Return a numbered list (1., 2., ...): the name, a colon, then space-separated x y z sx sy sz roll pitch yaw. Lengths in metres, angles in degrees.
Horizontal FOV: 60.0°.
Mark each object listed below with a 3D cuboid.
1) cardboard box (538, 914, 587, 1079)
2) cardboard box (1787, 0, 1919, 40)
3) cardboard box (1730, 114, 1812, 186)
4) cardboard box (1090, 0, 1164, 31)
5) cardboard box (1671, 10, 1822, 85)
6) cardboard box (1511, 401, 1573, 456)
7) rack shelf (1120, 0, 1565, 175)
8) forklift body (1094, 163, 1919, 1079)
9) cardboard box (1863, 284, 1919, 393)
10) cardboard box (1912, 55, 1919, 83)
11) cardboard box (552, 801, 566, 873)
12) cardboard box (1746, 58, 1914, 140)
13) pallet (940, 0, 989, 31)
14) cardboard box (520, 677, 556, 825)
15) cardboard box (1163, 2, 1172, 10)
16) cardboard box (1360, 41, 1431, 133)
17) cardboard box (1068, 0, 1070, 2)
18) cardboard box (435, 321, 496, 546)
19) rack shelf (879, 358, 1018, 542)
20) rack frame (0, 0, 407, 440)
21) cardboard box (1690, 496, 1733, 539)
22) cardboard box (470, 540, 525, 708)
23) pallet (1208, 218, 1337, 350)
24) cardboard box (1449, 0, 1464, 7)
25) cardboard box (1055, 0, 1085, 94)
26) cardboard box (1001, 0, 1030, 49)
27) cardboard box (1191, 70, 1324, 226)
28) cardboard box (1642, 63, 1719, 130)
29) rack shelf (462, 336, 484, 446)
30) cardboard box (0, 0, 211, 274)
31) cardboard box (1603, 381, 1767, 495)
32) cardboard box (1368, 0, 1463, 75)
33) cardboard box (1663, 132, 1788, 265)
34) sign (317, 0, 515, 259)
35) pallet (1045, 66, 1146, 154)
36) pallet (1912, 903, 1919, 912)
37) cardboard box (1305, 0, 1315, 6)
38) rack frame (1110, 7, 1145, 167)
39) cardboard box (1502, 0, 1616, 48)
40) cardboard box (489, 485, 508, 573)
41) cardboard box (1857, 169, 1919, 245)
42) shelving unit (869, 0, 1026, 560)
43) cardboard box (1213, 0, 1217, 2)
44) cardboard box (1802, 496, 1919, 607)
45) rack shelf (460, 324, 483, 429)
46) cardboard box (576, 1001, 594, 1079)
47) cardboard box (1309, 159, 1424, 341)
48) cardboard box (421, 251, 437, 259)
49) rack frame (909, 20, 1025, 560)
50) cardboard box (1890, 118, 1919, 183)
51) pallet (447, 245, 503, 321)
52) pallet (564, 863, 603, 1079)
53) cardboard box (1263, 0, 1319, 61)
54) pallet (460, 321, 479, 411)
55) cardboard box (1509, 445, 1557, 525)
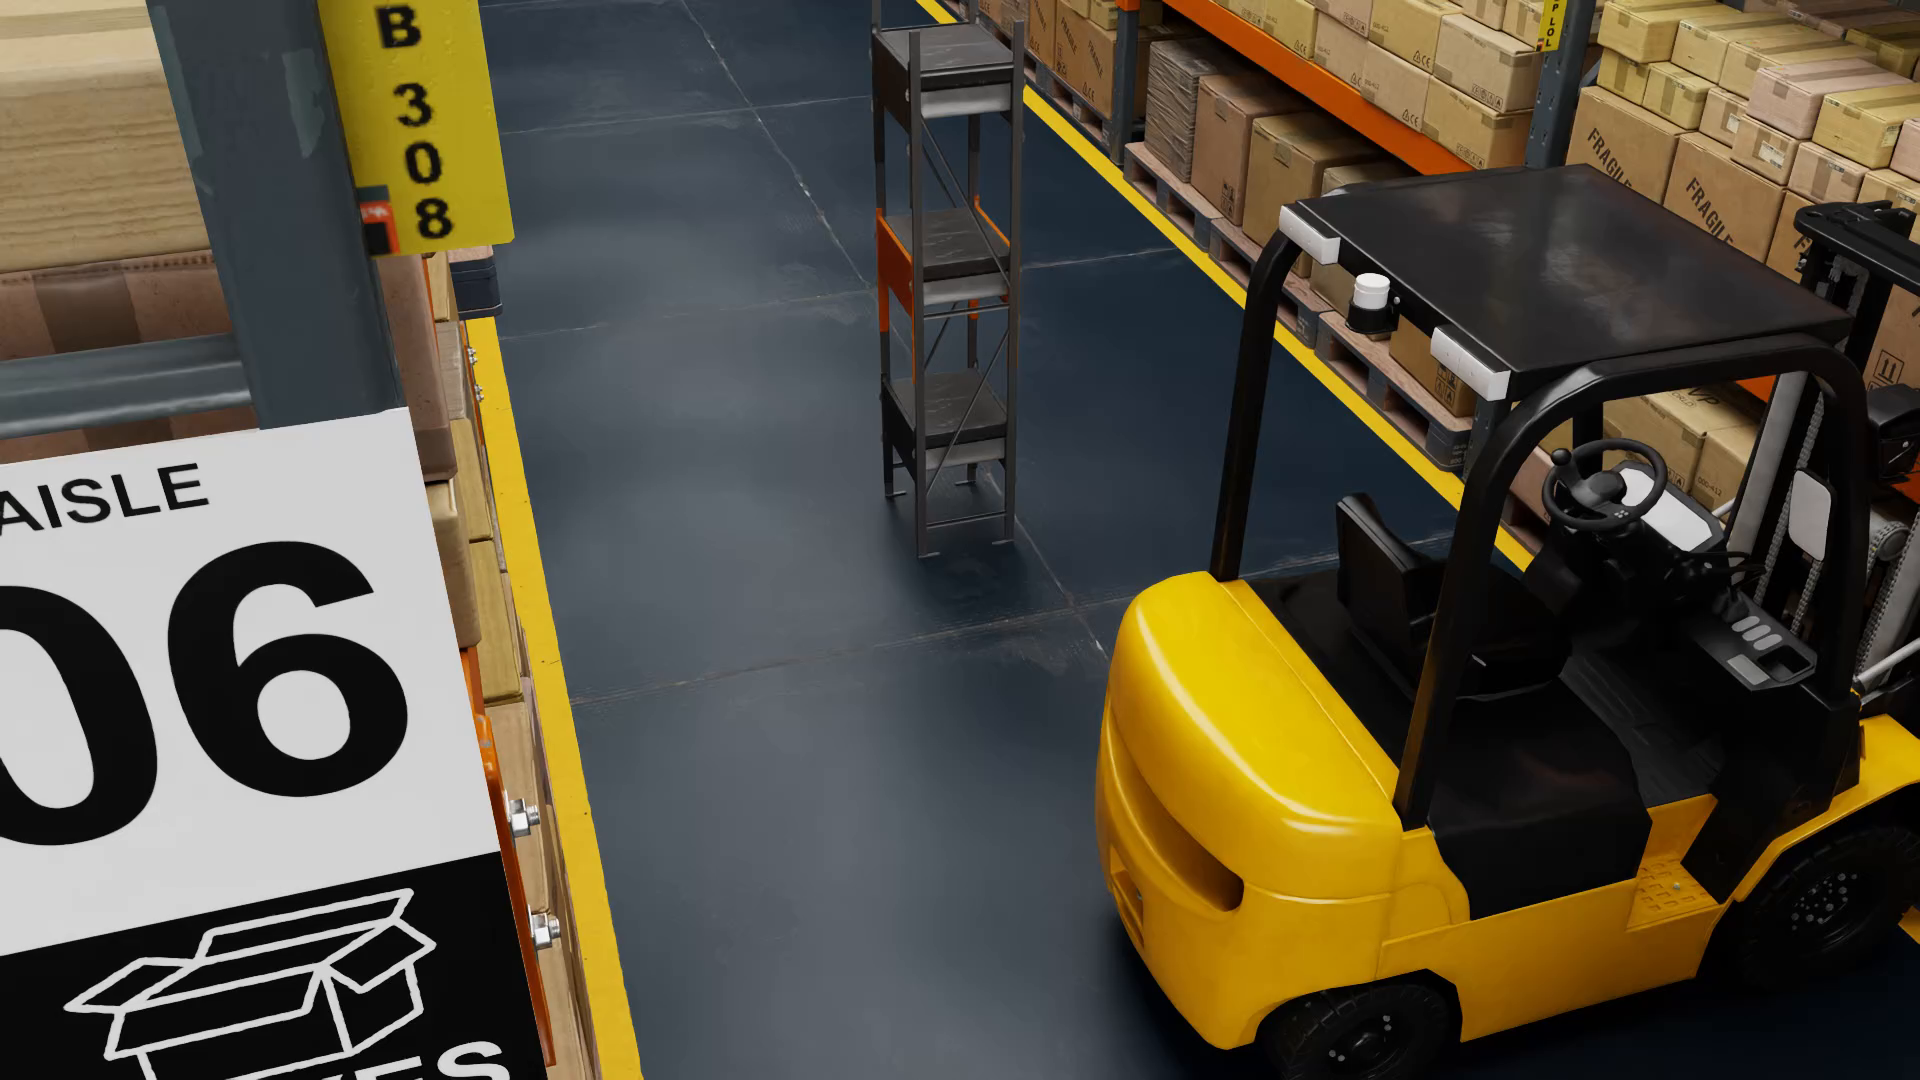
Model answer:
1. cardboard box: -0.743 0.918 2.279 0.500 0.500 0.500 -11 35 -15
2. cardboard box: 3.066 -1.738 5.711 0.380 0.149 0.250 -11 35 -16
3. cardboard box: 2.681 -1.248 5.239 0.380 0.149 0.250 -9 35 -14
4. cardboard box: 1.031 -3.277 10.287 0.380 0.149 0.250 -12 35 -17
5. cardboard box: 2.641 -1.657 5.588 0.380 0.149 0.250 -9 35 -14
6. cardboard box: 2.497 -0.488 6.427 0.500 0.250 0.500 -10 35 -15
7. rack shelf: 2.033 -2.307 8.173 1.077 0.370 4.000 -10 35 -15
8. forklift body: 1.548 0.208 4.484 2.313 2.155 1.214 -10 35 -15
9. cardboard box: 2.994 -0.518 4.723 0.500 0.500 0.500 -10 35 -14
10. cardboard box: 3.295 -1.481 5.321 0.380 0.149 0.250 -11 35 -16
11. cardboard box: -1.474 0.794 4.940 0.500 0.250 0.500 -11 35 -16
12. cardboard box: 2.691 -1.370 5.153 0.380 0.149 0.250 -9 35 -14
13. pallet: 0.487 -4.173 12.874 1.003 0.211 1.213 -10 35 -15
14. cardboard box: -1.333 0.738 4.345 0.500 0.500 0.500 -8 34 -12
15. cardboard box: 1.431 -3.319 10.939 0.500 0.500 0.500 -10 35 -15
16. cardboard box: 2.082 -1.978 7.159 0.500 0.250 0.500 -10 35 -15
17. cardboard box: 0.880 -3.561 10.716 0.380 0.149 0.250 -11 35 -16
18. cardboard box: -1.384 -0.154 3.902 0.500 0.500 0.500 -9 35 -13
19. rack shelf: -0.050 -0.368 6.696 0.431 0.518 0.480 -10 35 -15
20. rack frame: -0.862 -1.123 0.288 1.000 3.000 0.127 -10 35 -15
21. cardboard box: 2.795 0.042 5.625 0.500 0.250 0.500 -10 35 -15
22. cardboard box: -1.060 0.380 3.094 0.500 0.500 0.500 -11 35 -16
23. pallet: 2.006 -1.416 8.701 1.003 0.211 1.213 -10 35 -15
24. cardboard box: 2.207 -2.281 6.803 0.380 0.149 0.250 -10 35 -15
25. cardboard box: 0.947 -3.240 10.819 0.500 0.500 0.500 -11 35 -15
26. cardboard box: 0.609 -3.784 11.642 0.500 0.500 0.500 -11 35 -16
27. cardboard box: 1.807 -2.170 9.087 0.875 0.625 0.625 -9 34 -13
28. cardboard box: 2.571 -1.522 5.654 0.380 0.149 0.250 -9 35 -14
29. rack shelf: -1.472 0.630 3.729 1.077 0.370 4.000 -10 35 -15
30. cardboard box: -0.777 -0.321 1.298 0.380 0.149 0.250 -10 35 -15
31. cardboard box: 2.639 -0.426 5.879 0.500 0.250 0.500 -10 35 -15
32. cardboard box: 2.086 -2.187 7.021 0.500 0.250 0.500 -11 35 -16
33. cardboard box: 2.705 -1.051 5.530 0.500 0.500 0.500 -9 35 -14
34. sign: -0.346 -0.328 1.012 0.100 0.325 0.005 -10 35 -15
35. pallet: 1.232 -2.892 10.936 1.003 0.211 1.213 -10 35 -15
36. pallet: 3.222 0.672 5.541 1.003 0.211 1.213 -10 35 -15
37. cardboard box: 1.800 -2.724 7.835 0.500 0.250 0.500 -10 35 -14
38. rack frame: 1.423 -3.657 9.564 1.000 3.000 0.127 -10 35 -15
39. cardboard box: 2.328 -2.012 6.394 0.380 0.149 0.250 -9 34 -13
40. cardboard box: -1.646 0.204 5.153 0.500 0.500 0.500 -10 35 -15
41. cardboard box: 2.853 -0.981 4.835 0.380 0.149 0.250 -11 35 -16
42. shelving unit: -0.050 -0.963 6.303 0.431 2.100 0.503 -10 35 -15
43. cardboard box: 1.475 -3.056 8.790 0.500 0.250 0.500 -11 35 -16
44. cardboard box: 2.954 0.111 5.068 0.500 0.250 0.500 -11 35 -16
45. rack shelf: -2.693 -1.471 6.907 1.077 0.370 4.000 -10 35 -15
46. cardboard box: -1.017 1.282 3.521 0.500 0.500 0.500 -11 35 -17
47. cardboard box: 2.244 -1.423 7.955 0.875 0.625 0.625 -10 35 -15
48. cardboard box: -0.906 -0.508 1.944 0.500 0.250 0.500 -11 35 -15
49. rack frame: 0.024 -0.835 6.109 0.400 2.100 0.015 -10 35 -15
50. cardboard box: 2.927 -1.113 4.765 0.380 0.149 0.250 -10 35 -15
51. pallet: -2.177 -1.066 5.817 1.003 0.211 1.213 -10 35 -15
52. pallet: -1.468 1.431 4.393 1.003 0.211 1.213 -10 35 -15
53. cardboard box: 1.795 -2.514 7.970 0.500 0.250 0.500 -9 34 -13
54. pallet: -2.697 -0.607 7.478 1.003 0.211 1.213 -10 35 -15
55. cardboard box: 2.476 -0.276 6.560 0.500 0.250 0.500 -10 35 -14
